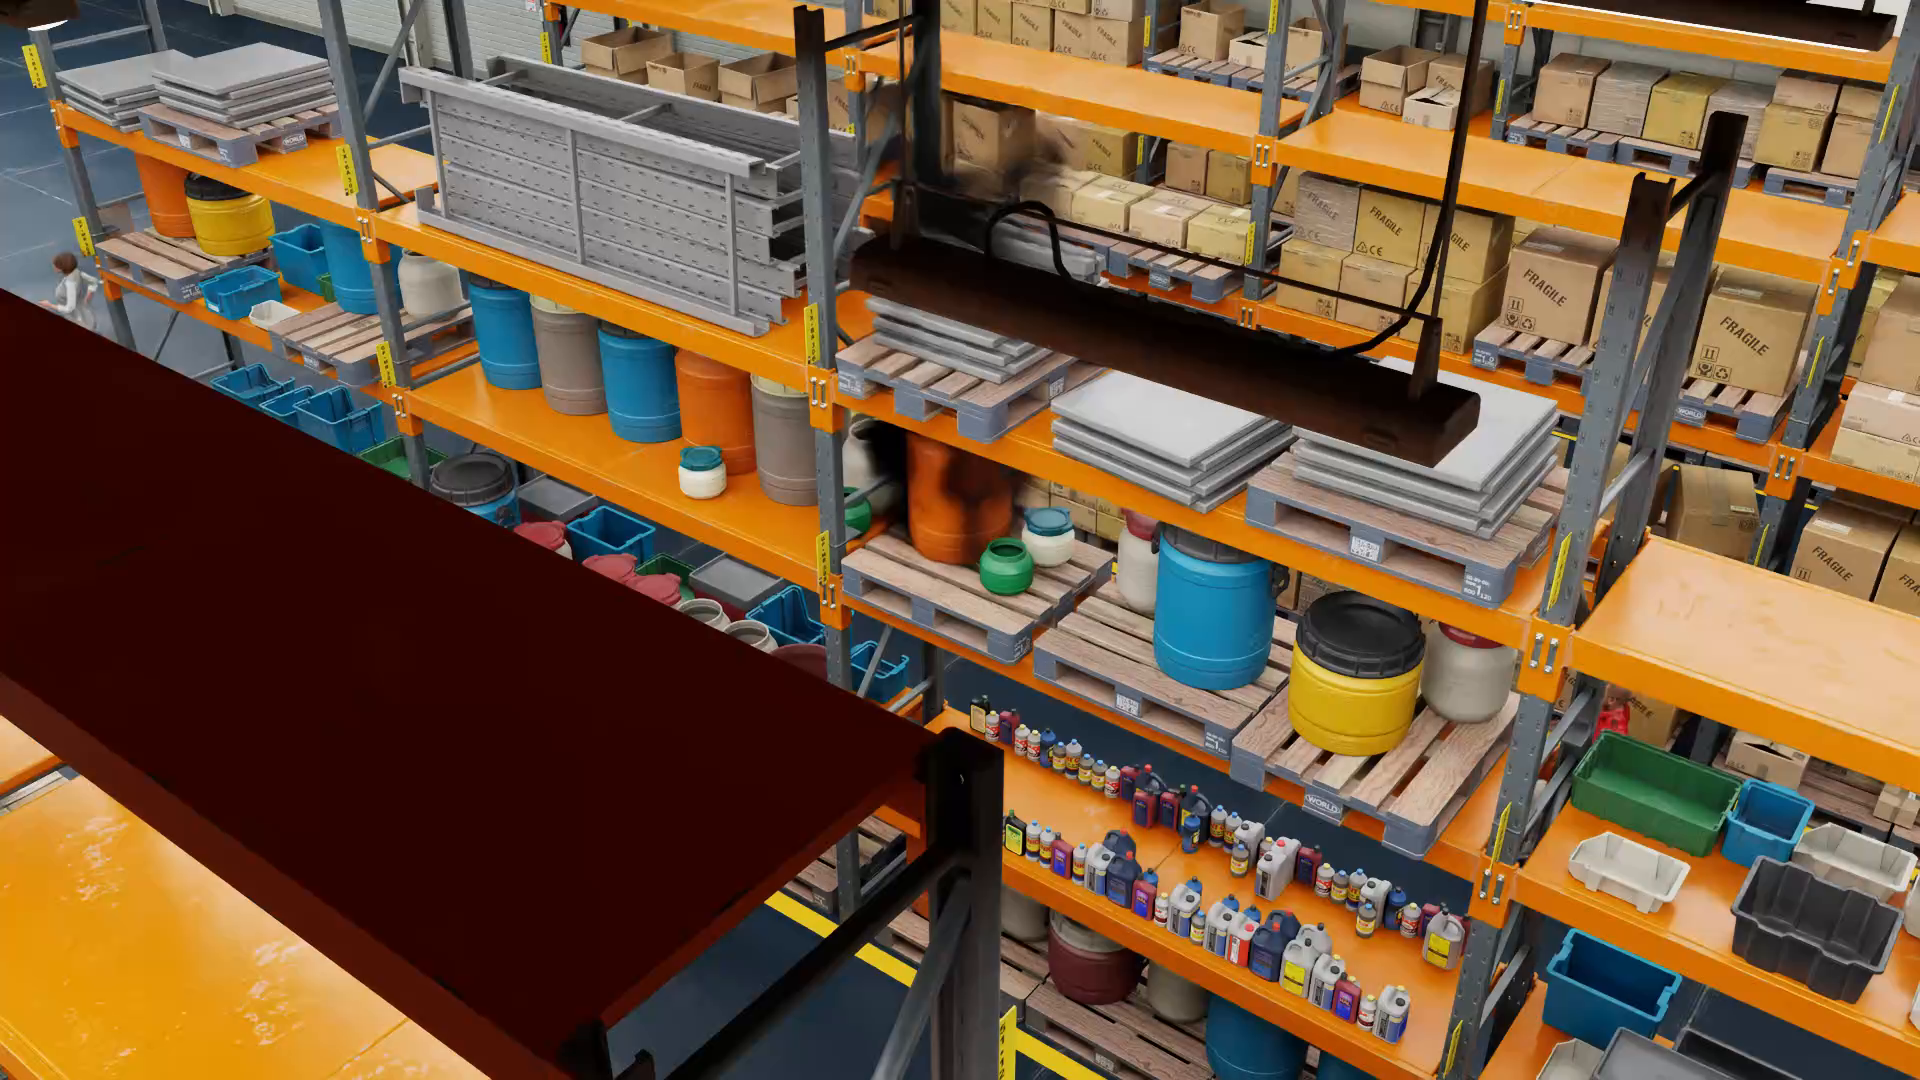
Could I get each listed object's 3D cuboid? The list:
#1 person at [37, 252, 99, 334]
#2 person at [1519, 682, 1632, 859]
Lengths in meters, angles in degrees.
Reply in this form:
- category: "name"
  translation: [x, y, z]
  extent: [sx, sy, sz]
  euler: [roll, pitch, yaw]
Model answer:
- category: "person"
  translation: [-9.187, -2.249, 17.422]
  extent: [0.710, 1.641, 0.505]
  euler: [-16, 35, -25]
- category: "person"
  translation: [4.165, 1.606, 10.911]
  extent: [0.908, 1.704, 0.654]
  euler: [17, 35, 25]
